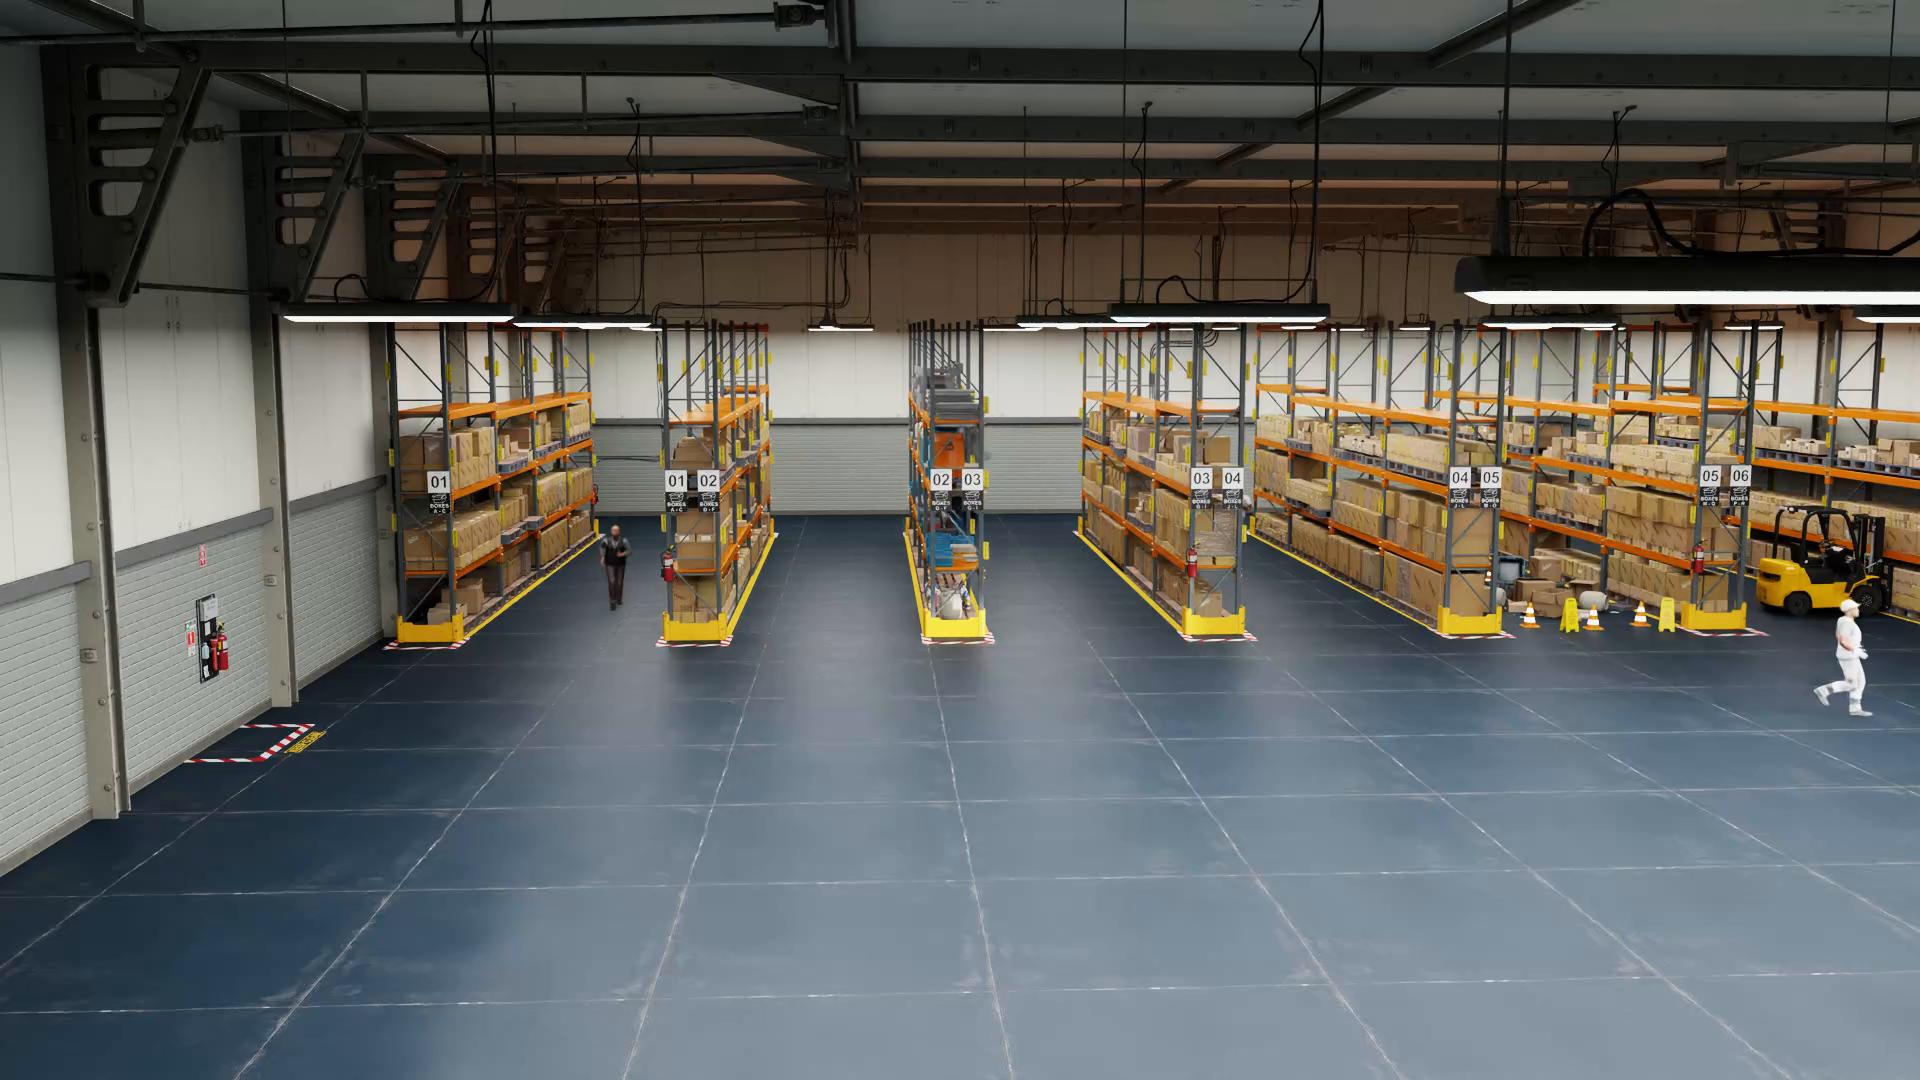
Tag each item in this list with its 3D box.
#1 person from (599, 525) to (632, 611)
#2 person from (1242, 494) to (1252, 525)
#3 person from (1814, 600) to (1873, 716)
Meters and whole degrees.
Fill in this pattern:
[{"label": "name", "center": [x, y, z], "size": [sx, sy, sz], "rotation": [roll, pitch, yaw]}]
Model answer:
[{"label": "person", "center": [-7.192, 0.556, 34.776], "size": [0.657, 1.731, 0.879], "rotation": [-2, 7, -14]}, {"label": "person", "center": [7.362, -0.580, 43.975], "size": [0.684, 1.826, 0.779], "rotation": [0, 7, 0]}, {"label": "person", "center": [13.322, 1.767, 25.004], "size": [0.806, 1.757, 0.674], "rotation": [4, 8, 27]}]
